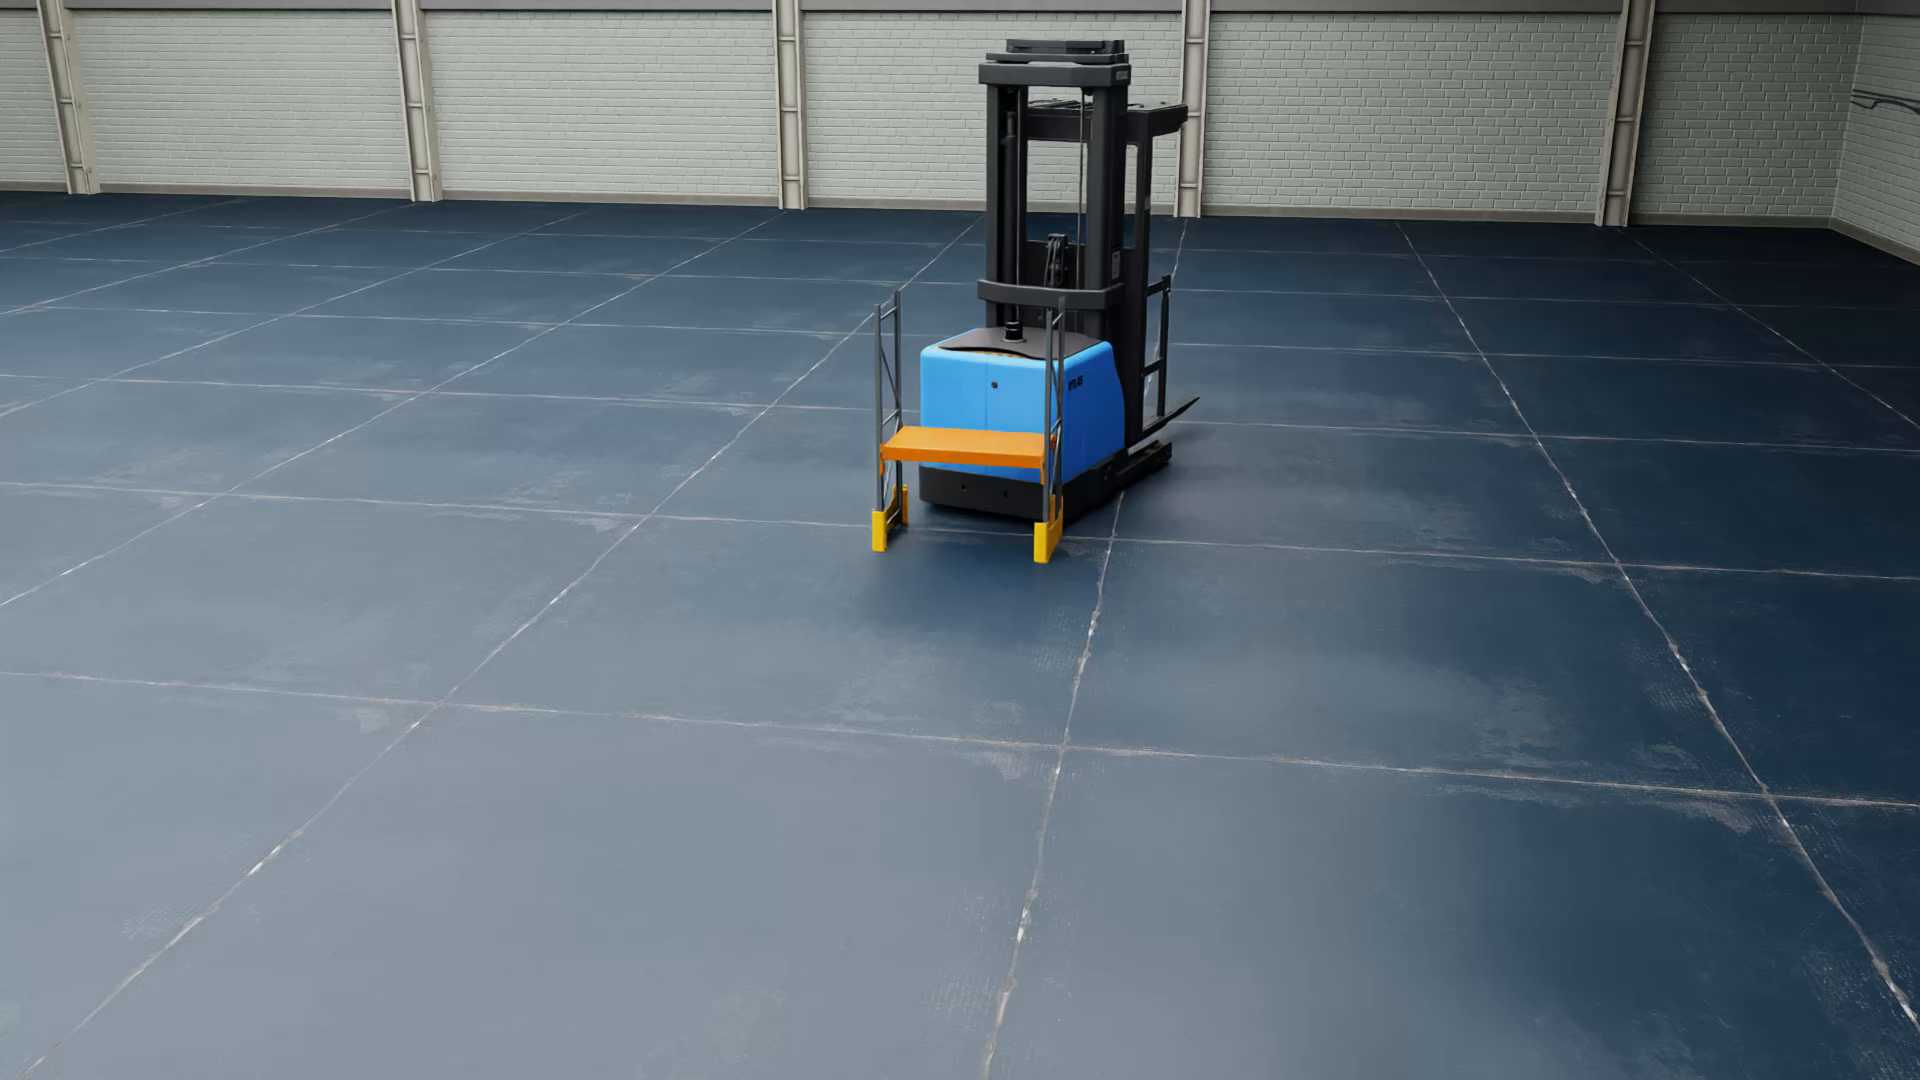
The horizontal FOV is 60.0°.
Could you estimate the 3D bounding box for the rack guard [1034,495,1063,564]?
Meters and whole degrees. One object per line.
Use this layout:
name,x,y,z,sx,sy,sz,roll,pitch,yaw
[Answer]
rack guard,0.541,-0.071,10.120,0.087,0.250,0.587,4,19,12

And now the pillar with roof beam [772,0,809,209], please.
pillar with roof beam,-3.234,-8.026,20.110,0.400,9.000,9.100,3,19,9

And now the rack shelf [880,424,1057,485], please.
rack shelf,0.064,-0.526,10.080,1.000,0.185,0.538,4,19,12

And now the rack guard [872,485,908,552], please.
rack guard,-0.431,-0.139,10.326,0.087,0.250,0.587,4,19,12

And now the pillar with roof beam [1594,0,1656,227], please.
pillar with roof beam,8.614,-7.422,18.305,0.400,9.000,9.100,3,19,9

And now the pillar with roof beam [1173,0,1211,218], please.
pillar with roof beam,2.690,-7.724,19.207,0.400,9.000,9.100,3,19,9

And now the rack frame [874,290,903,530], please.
rack frame,-0.433,-0.732,10.128,0.032,1.500,0.500,4,19,12

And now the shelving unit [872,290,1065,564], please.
shelving unit,0.055,-0.698,10.025,1.083,1.500,0.587,4,19,12

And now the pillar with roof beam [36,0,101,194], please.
pillar with roof beam,-15.082,-8.630,21.915,0.400,9.000,9.100,3,19,9

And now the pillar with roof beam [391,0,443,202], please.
pillar with roof beam,-9.158,-8.328,21.012,0.400,9.000,9.100,3,19,9

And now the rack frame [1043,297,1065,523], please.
rack frame,0.560,-0.662,9.918,0.032,1.500,0.500,4,19,12

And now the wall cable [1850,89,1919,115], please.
wall cable,11.996,-6.736,21.147,0.112,2.526,3.097,3,19,9

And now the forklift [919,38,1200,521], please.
forklift,0.866,-1.929,11.448,1.130,2.935,3.031,9,21,26
